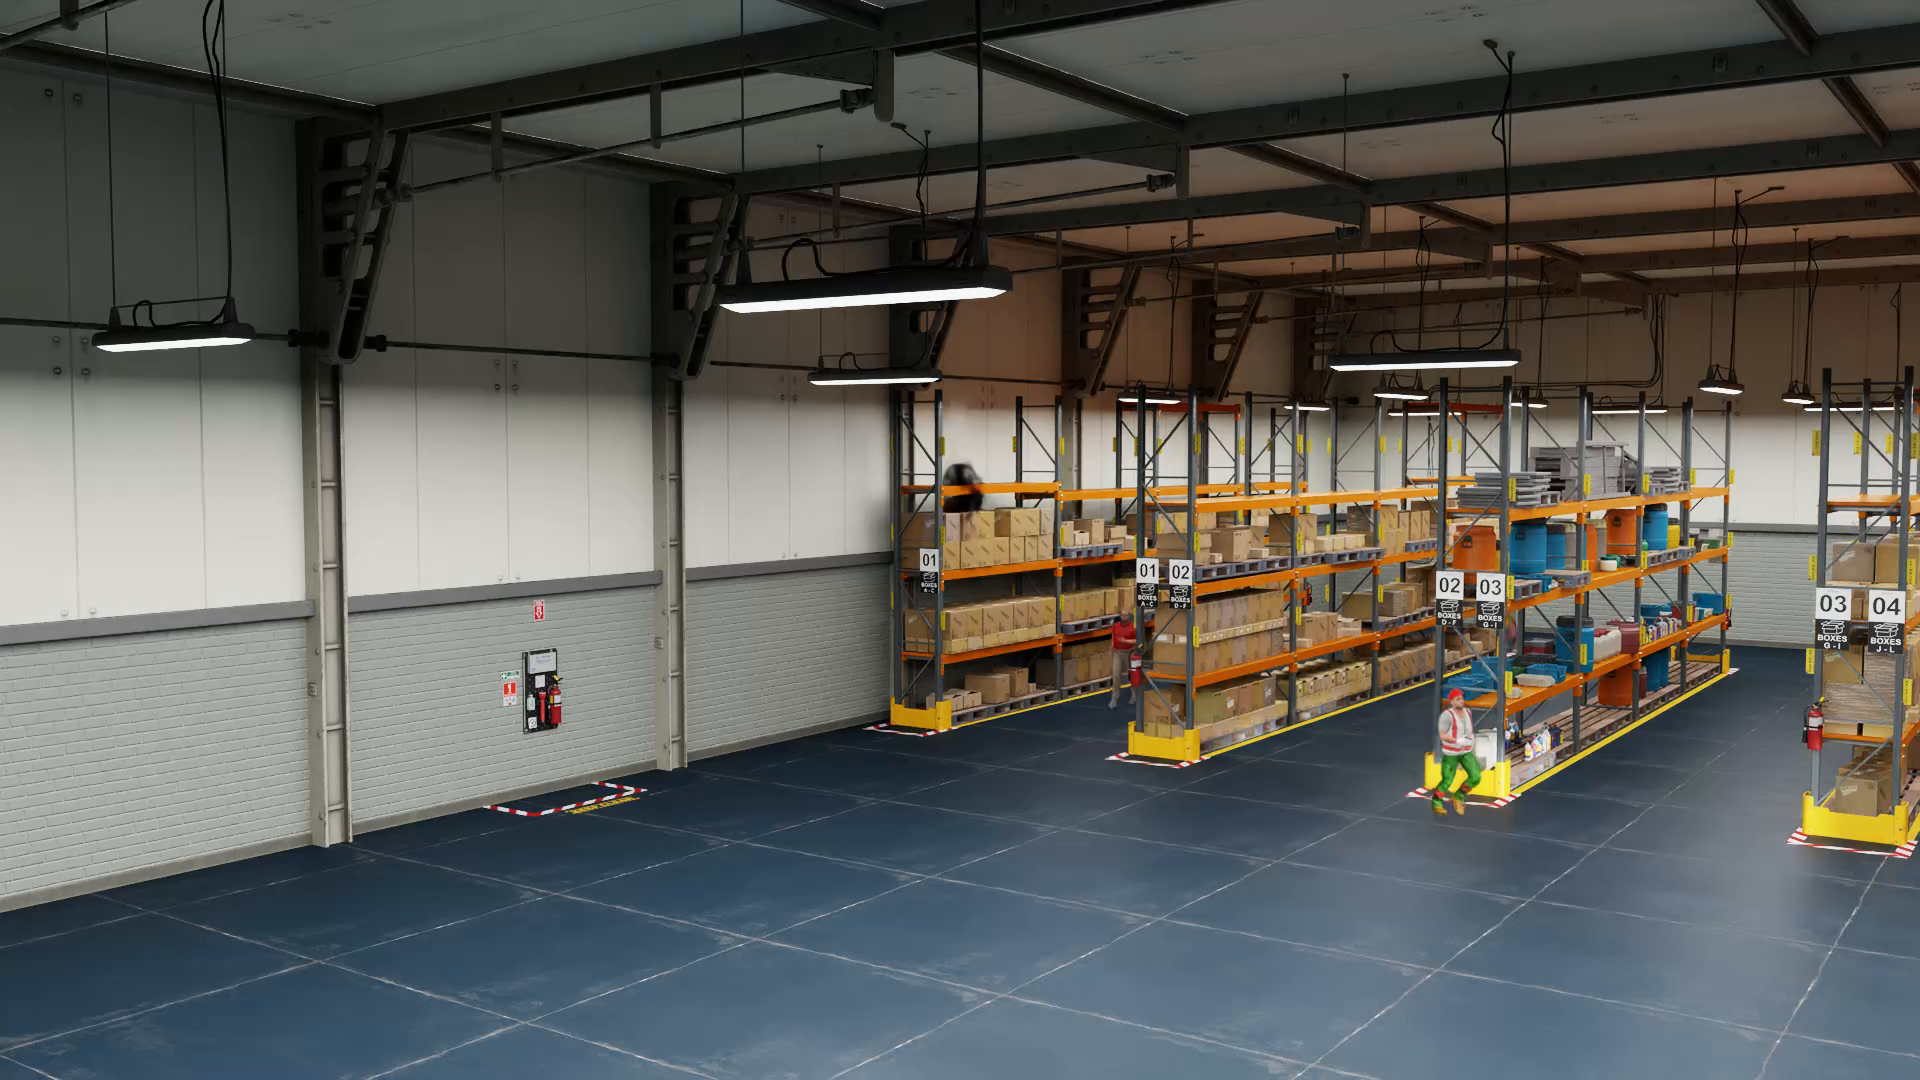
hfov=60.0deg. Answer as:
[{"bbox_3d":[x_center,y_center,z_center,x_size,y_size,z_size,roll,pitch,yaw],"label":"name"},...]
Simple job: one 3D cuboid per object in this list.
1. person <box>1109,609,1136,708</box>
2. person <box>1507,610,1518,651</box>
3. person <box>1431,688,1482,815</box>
[{"bbox_3d":[2.999,2.142,30.335,0.653,1.759,0.853,2,4,26],"label":"person"},{"bbox_3d":[13.357,1.900,40.419,0.616,1.553,0.570,-2,4,-26],"label":"person"},{"bbox_3d":[6.690,2.849,22.293,0.679,1.734,0.836,-1,3,-19],"label":"person"}]
